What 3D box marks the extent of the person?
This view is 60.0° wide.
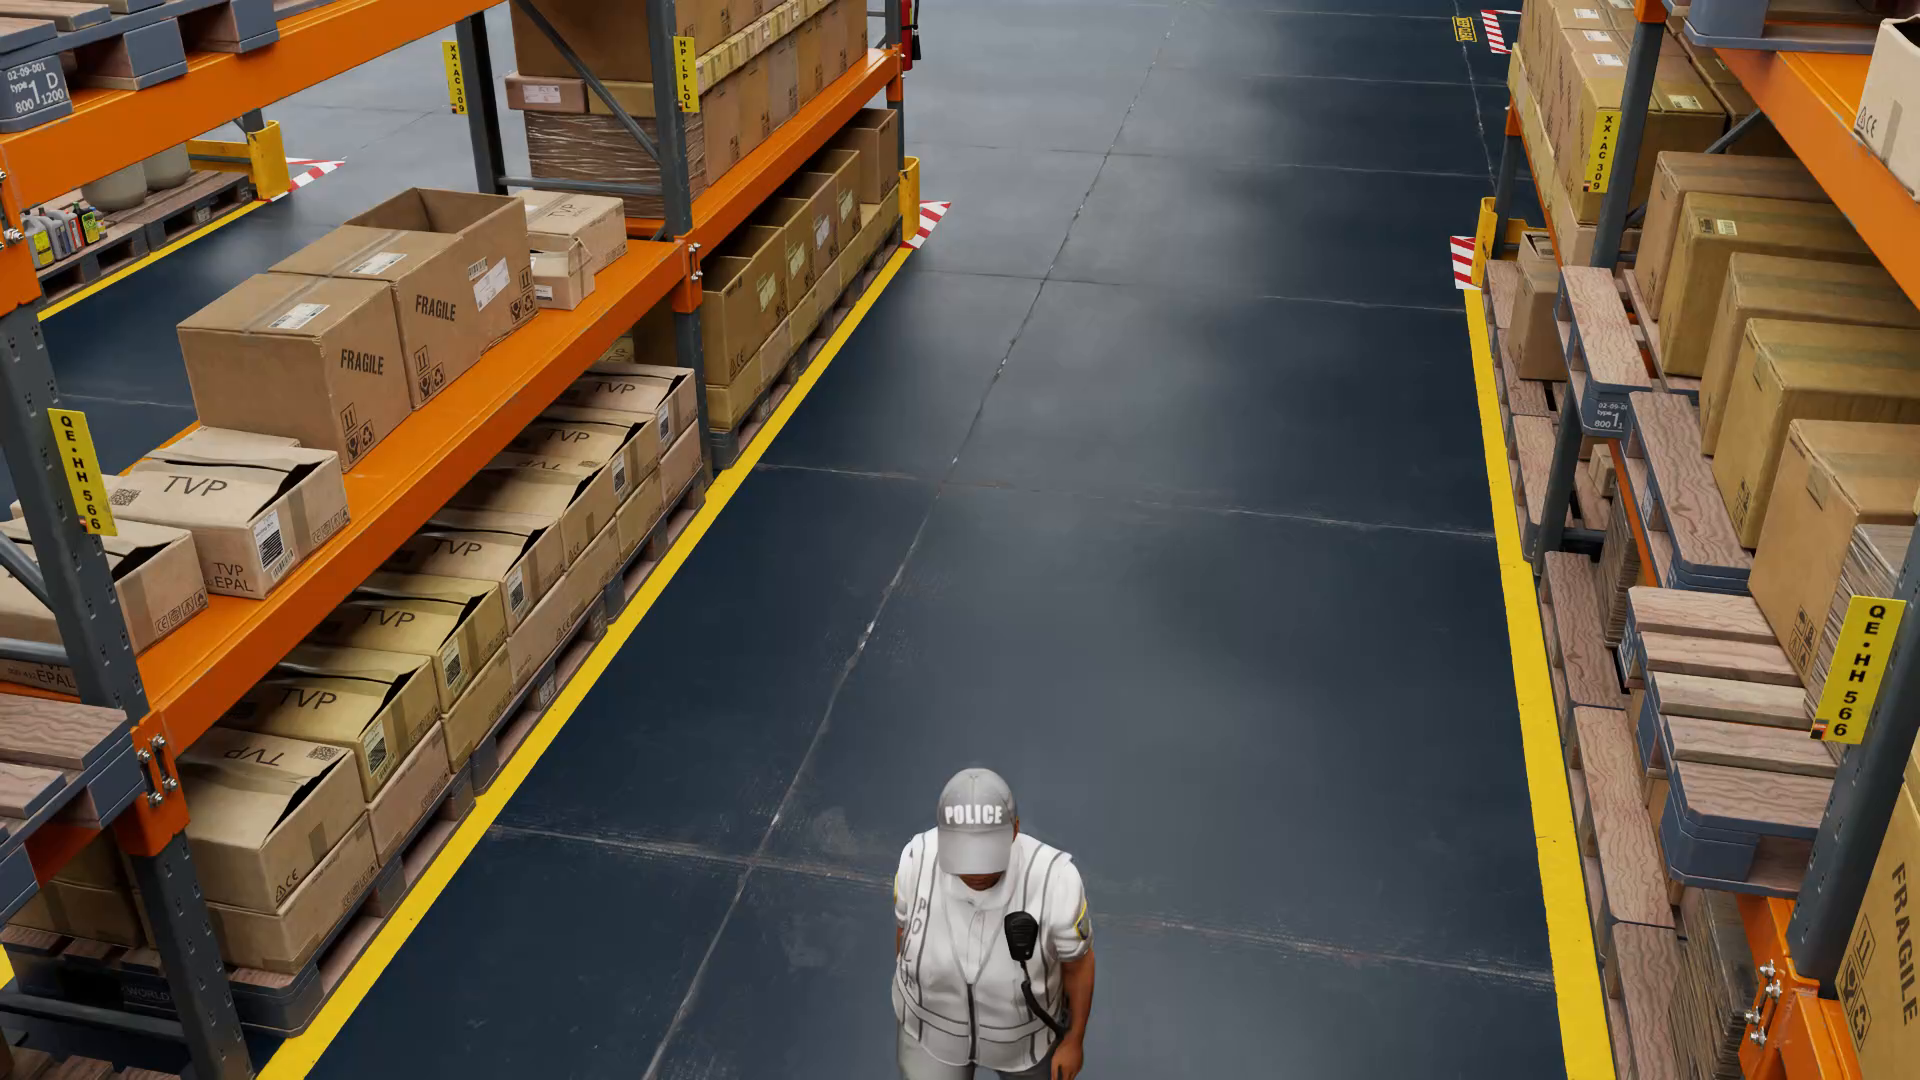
[{"bbox_3d":[0.083,1.138,4.096,0.490,1.594,1.024,3,29,6],"label":"person"}]
